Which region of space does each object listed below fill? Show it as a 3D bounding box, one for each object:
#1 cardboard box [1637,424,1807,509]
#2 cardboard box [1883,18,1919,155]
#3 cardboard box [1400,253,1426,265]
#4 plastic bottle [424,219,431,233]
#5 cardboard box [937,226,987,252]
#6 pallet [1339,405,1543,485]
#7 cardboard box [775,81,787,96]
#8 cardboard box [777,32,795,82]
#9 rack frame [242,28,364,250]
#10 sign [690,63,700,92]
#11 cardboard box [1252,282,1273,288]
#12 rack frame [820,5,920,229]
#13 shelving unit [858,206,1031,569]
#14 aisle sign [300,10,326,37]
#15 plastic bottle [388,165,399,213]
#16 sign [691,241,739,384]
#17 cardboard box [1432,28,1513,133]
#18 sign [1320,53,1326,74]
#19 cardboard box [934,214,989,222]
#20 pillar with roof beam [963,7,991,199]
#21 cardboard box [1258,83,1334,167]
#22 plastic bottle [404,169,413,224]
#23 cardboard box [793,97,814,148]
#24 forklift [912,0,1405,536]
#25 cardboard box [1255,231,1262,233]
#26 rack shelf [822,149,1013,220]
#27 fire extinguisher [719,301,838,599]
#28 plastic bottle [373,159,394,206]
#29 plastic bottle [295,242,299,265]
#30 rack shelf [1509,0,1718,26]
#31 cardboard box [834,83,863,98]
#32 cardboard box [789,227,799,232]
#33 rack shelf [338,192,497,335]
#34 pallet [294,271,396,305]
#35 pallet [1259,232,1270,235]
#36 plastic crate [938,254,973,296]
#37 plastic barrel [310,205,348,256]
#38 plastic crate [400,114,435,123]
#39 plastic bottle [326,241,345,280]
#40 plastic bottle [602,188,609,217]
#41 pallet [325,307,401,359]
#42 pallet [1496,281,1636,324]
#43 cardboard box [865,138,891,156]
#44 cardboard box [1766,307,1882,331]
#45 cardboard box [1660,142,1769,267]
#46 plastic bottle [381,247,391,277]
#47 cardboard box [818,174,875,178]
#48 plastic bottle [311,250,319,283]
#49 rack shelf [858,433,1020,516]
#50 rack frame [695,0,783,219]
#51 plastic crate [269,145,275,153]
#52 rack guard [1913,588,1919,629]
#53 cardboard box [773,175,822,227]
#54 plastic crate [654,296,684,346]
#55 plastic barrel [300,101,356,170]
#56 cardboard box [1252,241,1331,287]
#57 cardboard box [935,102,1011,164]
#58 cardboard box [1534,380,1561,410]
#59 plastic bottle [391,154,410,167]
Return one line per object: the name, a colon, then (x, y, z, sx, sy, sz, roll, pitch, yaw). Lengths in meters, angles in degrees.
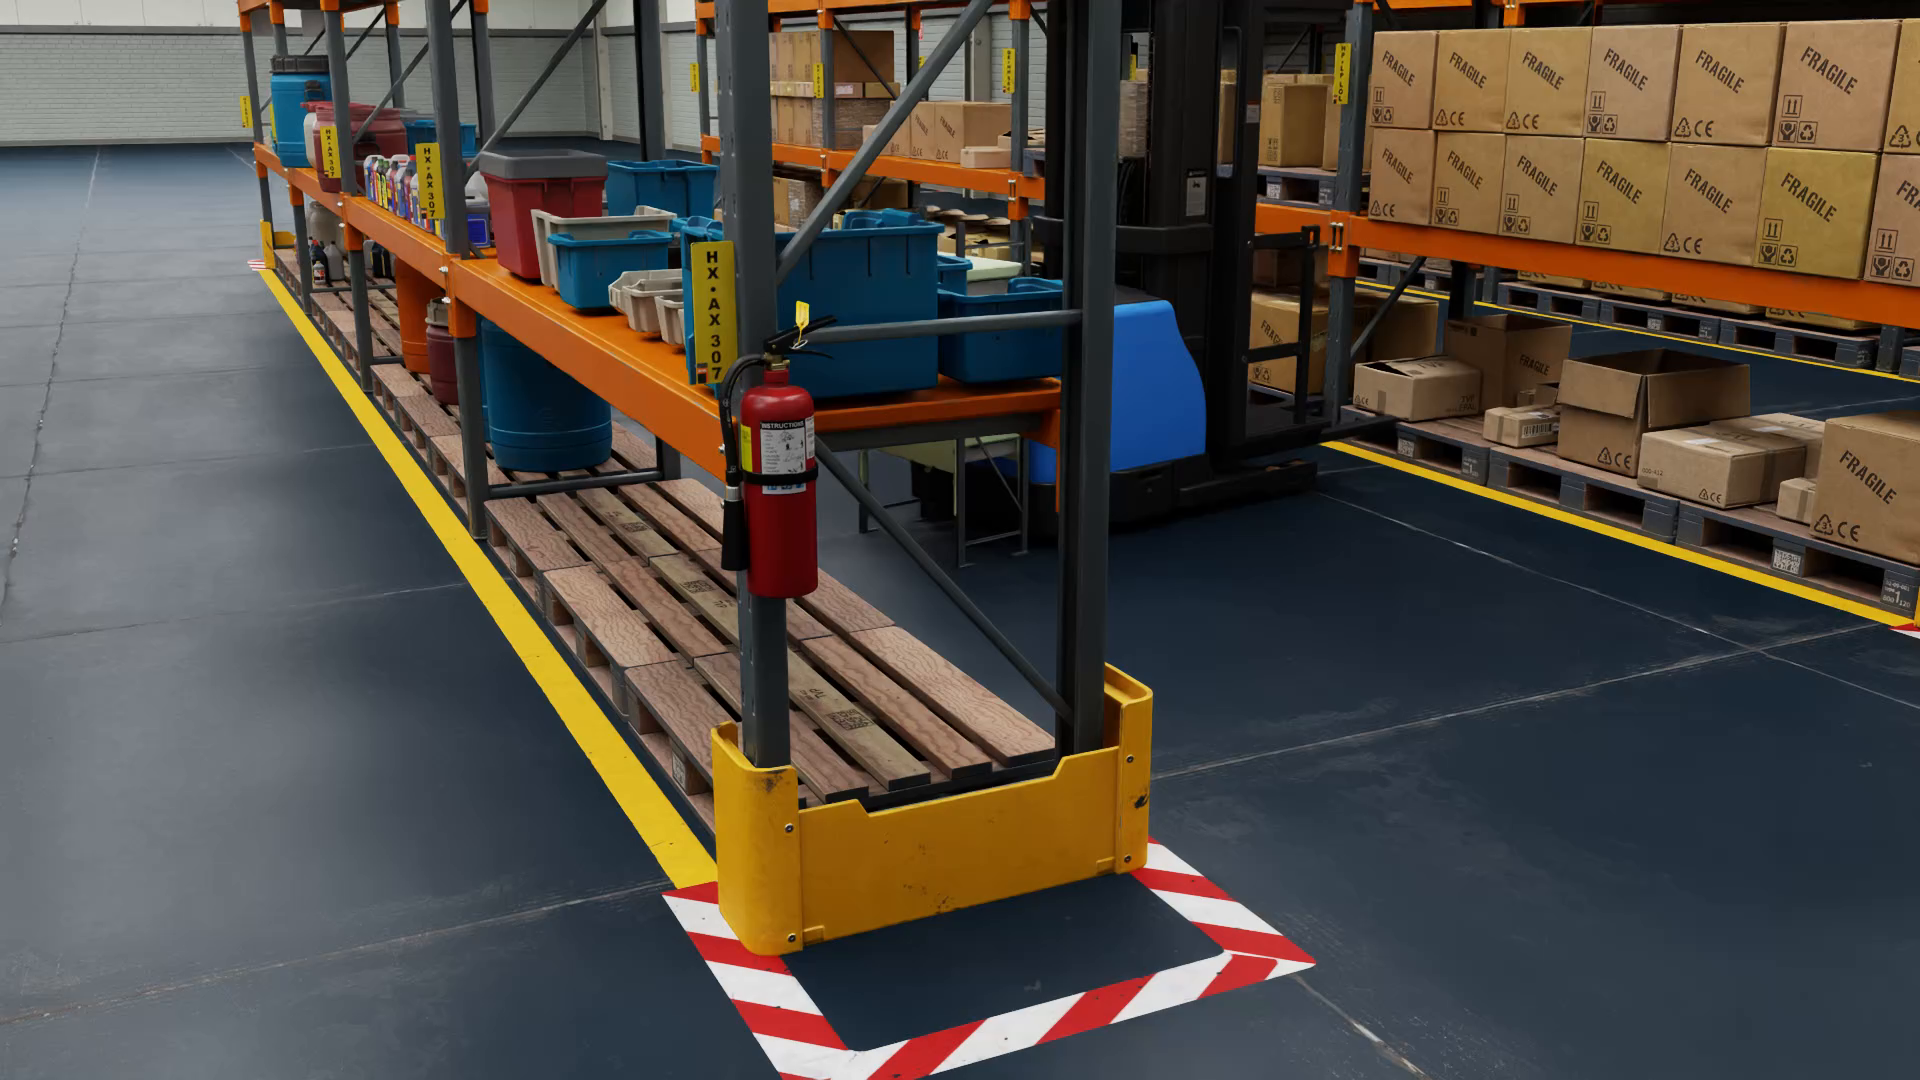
cardboard box: (3.527, -0.348, 7.714, 0.500, 0.250, 0.500, -8, 18, -25)
cardboard box: (3.933, -1.720, 6.313, 0.500, 0.500, 0.500, -8, 18, -25)
cardboard box: (4.839, -3.022, 16.576, 0.700, 0.500, 0.500, -8, 18, -25)
plastic bottle: (-2.676, -1.723, 8.542, 0.152, 0.276, 0.135, -8, 18, -25)
cardboard box: (-0.032, -2.601, 14.585, 0.500, 0.311, 0.500, -8, 18, -25)
pallet: (2.923, -0.595, 9.443, 1.003, 0.211, 1.213, -8, 18, -25)
cardboard box: (-1.748, -4.806, 17.704, 0.380, 0.149, 0.250, -7, 17, -23)
cardboard box: (-1.523, -5.120, 17.622, 0.700, 0.500, 0.500, -8, 18, -25)
rack frame: (-7.088, -4.484, 17.938, 1.000, 3.000, 0.127, -8, 18, -25)
sign: (-3.136, -5.470, 19.662, 0.100, 0.325, 0.005, -8, 18, -25)
cardboard box: (2.174, -1.521, 11.348, 0.500, 0.500, 0.500, -7, 18, -24)
rack frame: (-0.882, -4.090, 16.564, 1.000, 3.000, 0.127, -8, 18, -25)
shelving unit: (-0.085, -0.709, 7.502, 0.431, 1.500, 0.755, -12, 20, -37)
aisle sign: (-6.853, -5.787, 17.767, 0.394, 0.787, 0.004, -8, 18, -25)
plastic bottle: (-3.254, -2.031, 9.623, 0.097, 0.271, 0.097, 0, 16, 0)
sign: (-0.566, -0.525, 3.845, 0.100, 0.325, 0.005, -8, 18, -25)
cardboard box: (2.803, -2.356, 8.529, 0.500, 0.500, 0.500, -8, 18, -27)
sign: (4.067, -5.314, 18.731, 0.100, 0.325, 0.005, -8, 18, -25)
cardboard box: (0.004, -2.922, 15.700, 0.500, 0.311, 0.500, -8, 18, -25)
pillar with roof beam: (-3.597, -9.463, 24.413, 9.100, 9.000, 0.400, -8, 18, -25)
cardboard box: (2.258, -2.663, 10.651, 0.700, 0.500, 0.500, -5, 17, -16)
plastic bottle: (-2.978, -1.869, 9.039, 0.061, 0.283, 0.133, -8, 18, -25)
cardboard box: (-1.319, -4.377, 17.384, 0.700, 0.500, 0.500, -8, 18, -25)
forklift: (1.226, -1.721, 8.435, 3.031, 2.935, 1.130, -13, 20, -37)
cardboard box: (3.308, -3.668, 19.433, 0.380, 0.166, 0.250, -10, 19, -32)
rack shelf: (-0.005, -3.248, 14.936, 1.077, 0.370, 4.000, -8, 18, -25)
fire extinguisher: (-0.421, -0.208, 3.854, 0.296, 0.674, 0.183, -8, 18, -25)
plastic bottle: (-3.482, -2.180, 10.133, 0.152, 0.276, 0.135, -8, 18, -25)
plastic bottle: (-6.491, -2.844, 16.351, 0.061, 0.283, 0.133, -7, 18, -24)
rack shelf: (6.198, -4.298, 13.155, 1.077, 0.370, 4.000, -8, 18, -25)
cardboard box: (-1.193, -4.491, 16.606, 0.380, 0.149, 0.250, -8, 18, -25)
cardboard box: (-1.491, -3.184, 17.631, 0.500, 0.250, 0.500, -8, 18, -25)
rack shelf: (-2.707, -1.659, 9.397, 1.077, 0.370, 4.000, -8, 18, -25)
pallet: (-5.593, -2.323, 15.464, 1.003, 0.211, 1.213, -8, 18, -25)
pallet: (3.244, -3.511, 19.604, 1.003, 0.211, 1.213, -8, 18, -25)
plastic crate: (-0.180, -0.729, 5.049, 0.416, 0.233, 0.300, -8, 18, -25)
plastic barrel: (-6.512, -3.212, 17.254, 0.421, 0.512, 0.421, 0, 16, 0)
plastic crate: (-4.017, -2.969, 12.542, 0.402, 0.464, 0.583, -8, 18, -25)
plastic bottle: (-5.748, -2.573, 15.282, 0.144, 0.351, 0.185, -8, 18, -25)
plastic bottle: (-1.712, -1.621, 8.052, 0.144, 0.351, 0.185, -8, 18, -25)
pallet: (-4.419, -1.659, 13.149, 1.003, 0.211, 1.213, -8, 18, -25)
pallet: (5.600, -2.153, 14.869, 1.003, 0.211, 1.213, -8, 18, -25)
cardboard box: (-0.677, -3.725, 15.747, 0.380, 0.149, 0.250, -8, 18, -25)
cardboard box: (6.673, -2.020, 12.487, 0.750, 0.750, 0.750, -7, 18, -24)
cardboard box: (3.490, -1.493, 7.335, 0.500, 0.500, 0.500, -8, 18, -24)
plastic bottle: (-5.343, -2.594, 15.478, 0.061, 0.283, 0.133, -8, 18, -25)
cardboard box: (-1.242, -3.731, 18.179, 0.500, 0.500, 0.500, -8, 18, -25)
plastic bottle: (-5.843, -2.477, 15.073, 0.061, 0.283, 0.133, -7, 17, -22)
rack shelf: (-0.085, -0.396, 7.592, 0.431, 0.370, 0.720, -12, 20, -37)
rack frame: (-2.634, -5.082, 20.021, 1.000, 3.000, 0.127, -8, 18, -25)
plastic crate: (-6.275, -3.737, 15.815, 0.530, 0.136, 0.437, -8, 18, -25)
rack guard: (4.342, 0.068, 6.606, 1.175, 0.500, 0.348, -8, 18, -25)
cardboard box: (-1.712, -3.668, 17.958, 0.500, 0.500, 0.500, -8, 18, -25)
plastic crate: (-0.713, -0.673, 5.026, 0.396, 0.136, 0.243, -8, 18, -25)
plastic barrel: (-5.114, -3.294, 13.544, 0.433, 0.535, 0.433, 0, 16, 0)
cardboard box: (2.192, -1.874, 11.217, 0.500, 0.250, 0.500, -8, 18, -25)
cardboard box: (0.121, -3.560, 14.537, 0.500, 0.500, 0.500, -9, 18, -28)
cardboard box: (3.456, -0.732, 8.941, 0.500, 0.311, 0.500, -8, 18, -25)
plastic bottle: (-3.548, -2.313, 10.597, 0.152, 0.276, 0.135, -8, 18, -25)
